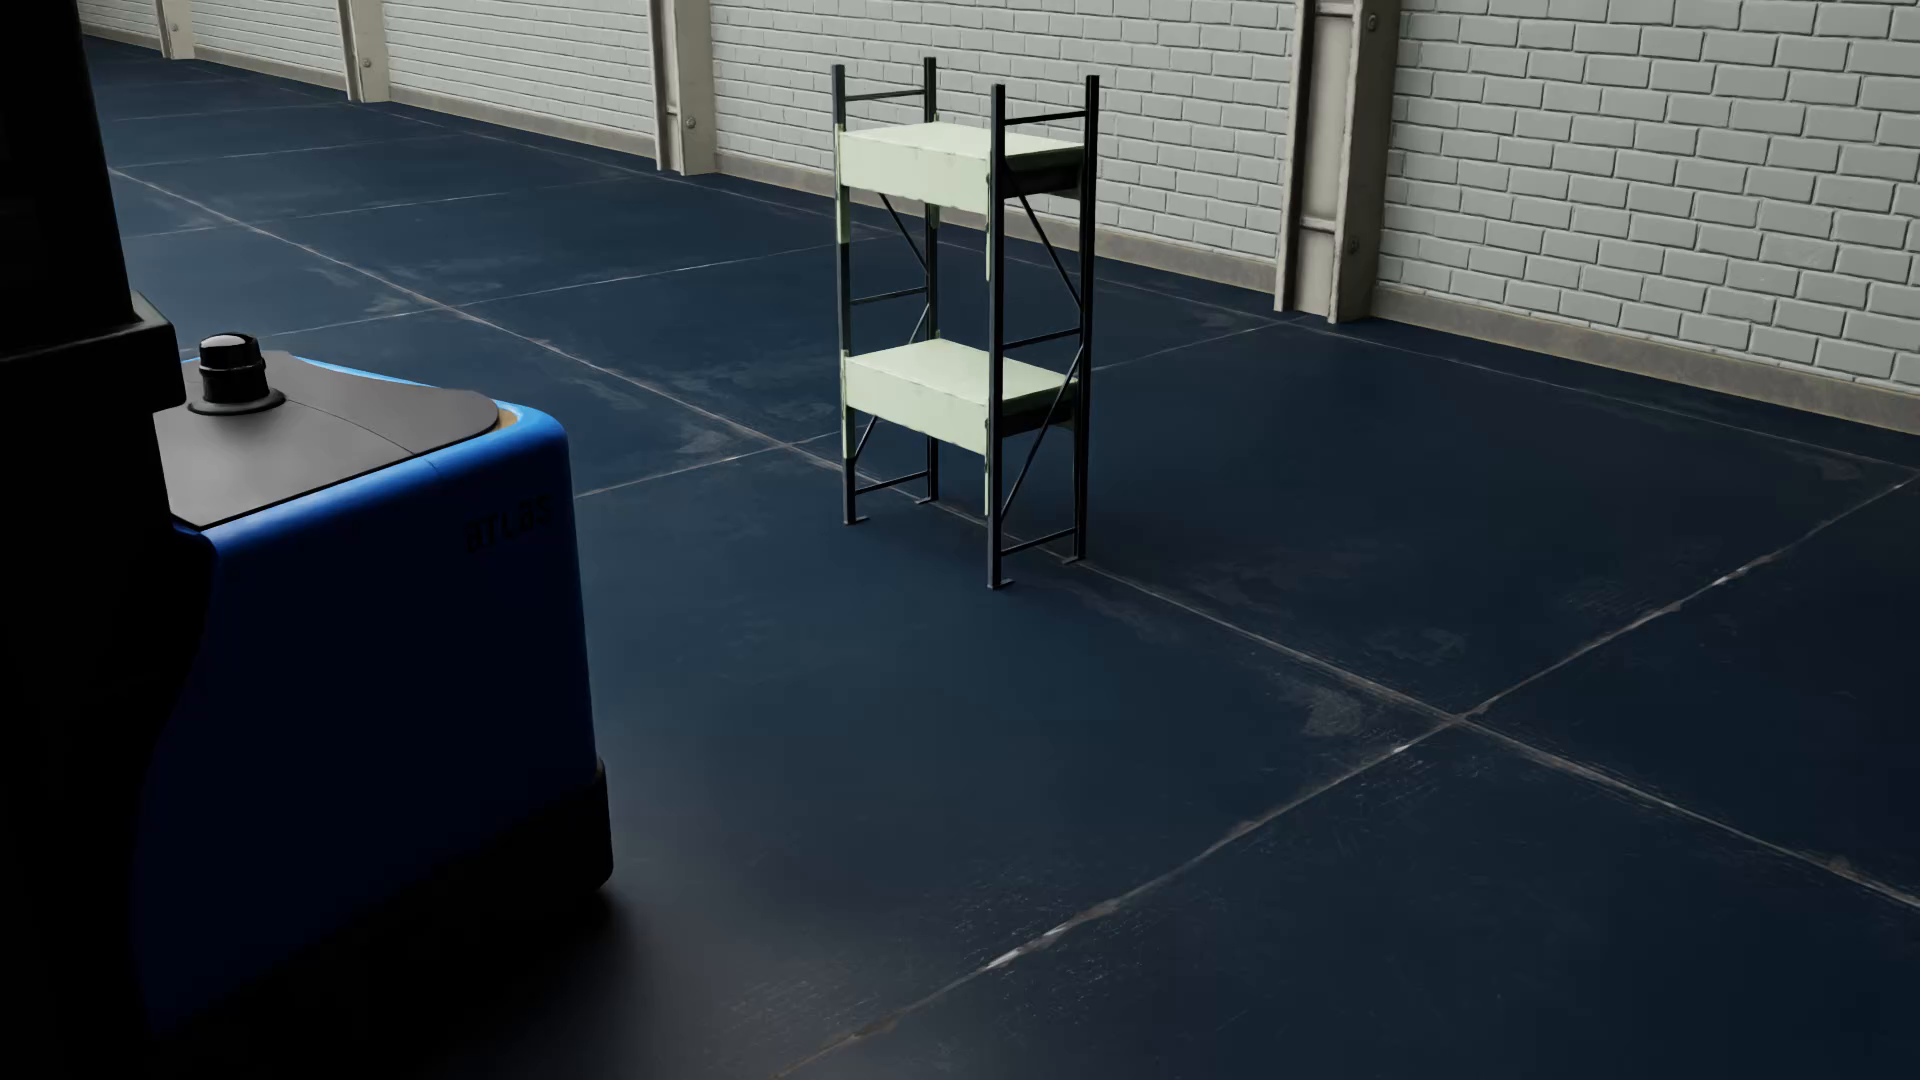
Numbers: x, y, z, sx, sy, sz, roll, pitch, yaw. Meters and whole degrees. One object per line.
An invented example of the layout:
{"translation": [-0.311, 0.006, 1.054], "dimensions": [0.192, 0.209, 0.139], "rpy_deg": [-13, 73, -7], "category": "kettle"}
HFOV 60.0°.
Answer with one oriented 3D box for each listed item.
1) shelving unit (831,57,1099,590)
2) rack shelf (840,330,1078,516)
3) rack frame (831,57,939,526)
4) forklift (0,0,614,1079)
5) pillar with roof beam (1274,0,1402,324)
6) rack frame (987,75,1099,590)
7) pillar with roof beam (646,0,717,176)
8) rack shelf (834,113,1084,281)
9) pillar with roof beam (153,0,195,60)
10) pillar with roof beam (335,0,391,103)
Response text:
{"translation": [0.004, -0.697, 5.206], "dimensions": [0.431, 1.500, 0.755], "rpy_deg": [-17, 27, -37], "category": "shelving unit"}
{"translation": [0.004, -0.393, 5.325], "dimensions": [0.431, 0.370, 0.720], "rpy_deg": [-17, 27, -37], "category": "rack shelf"}
{"translation": [-0.235, -0.798, 5.464], "dimensions": [0.400, 1.500, 0.023], "rpy_deg": [-17, 27, -37], "category": "rack frame"}
{"translation": [-1.945, -0.247, 2.095], "dimensions": [1.130, 2.935, 3.031], "rpy_deg": [13, 25, 30], "category": "forklift"}
{"translation": [-1.419, -4.322, 4.179], "dimensions": [9.100, 9.000, 0.400], "rpy_deg": [-17, 27, -37], "category": "pillar with roof beam"}
{"translation": [0.243, -0.595, 4.948], "dimensions": [0.400, 1.500, 0.023], "rpy_deg": [-17, 27, -37], "category": "rack frame"}
{"translation": [-5.336, -5.979, 8.411], "dimensions": [9.100, 9.000, 0.400], "rpy_deg": [-17, 27, -37], "category": "pillar with roof beam"}
{"translation": [0.004, -1.060, 5.063], "dimensions": [0.431, 0.370, 0.720], "rpy_deg": [-17, 27, -37], "category": "rack shelf"}
{"translation": [-13.169, -9.295, 16.876], "dimensions": [9.100, 9.000, 0.400], "rpy_deg": [-17, 27, -37], "category": "pillar with roof beam"}
{"translation": [-9.252, -7.637, 12.644], "dimensions": [9.100, 9.000, 0.400], "rpy_deg": [-17, 27, -37], "category": "pillar with roof beam"}
